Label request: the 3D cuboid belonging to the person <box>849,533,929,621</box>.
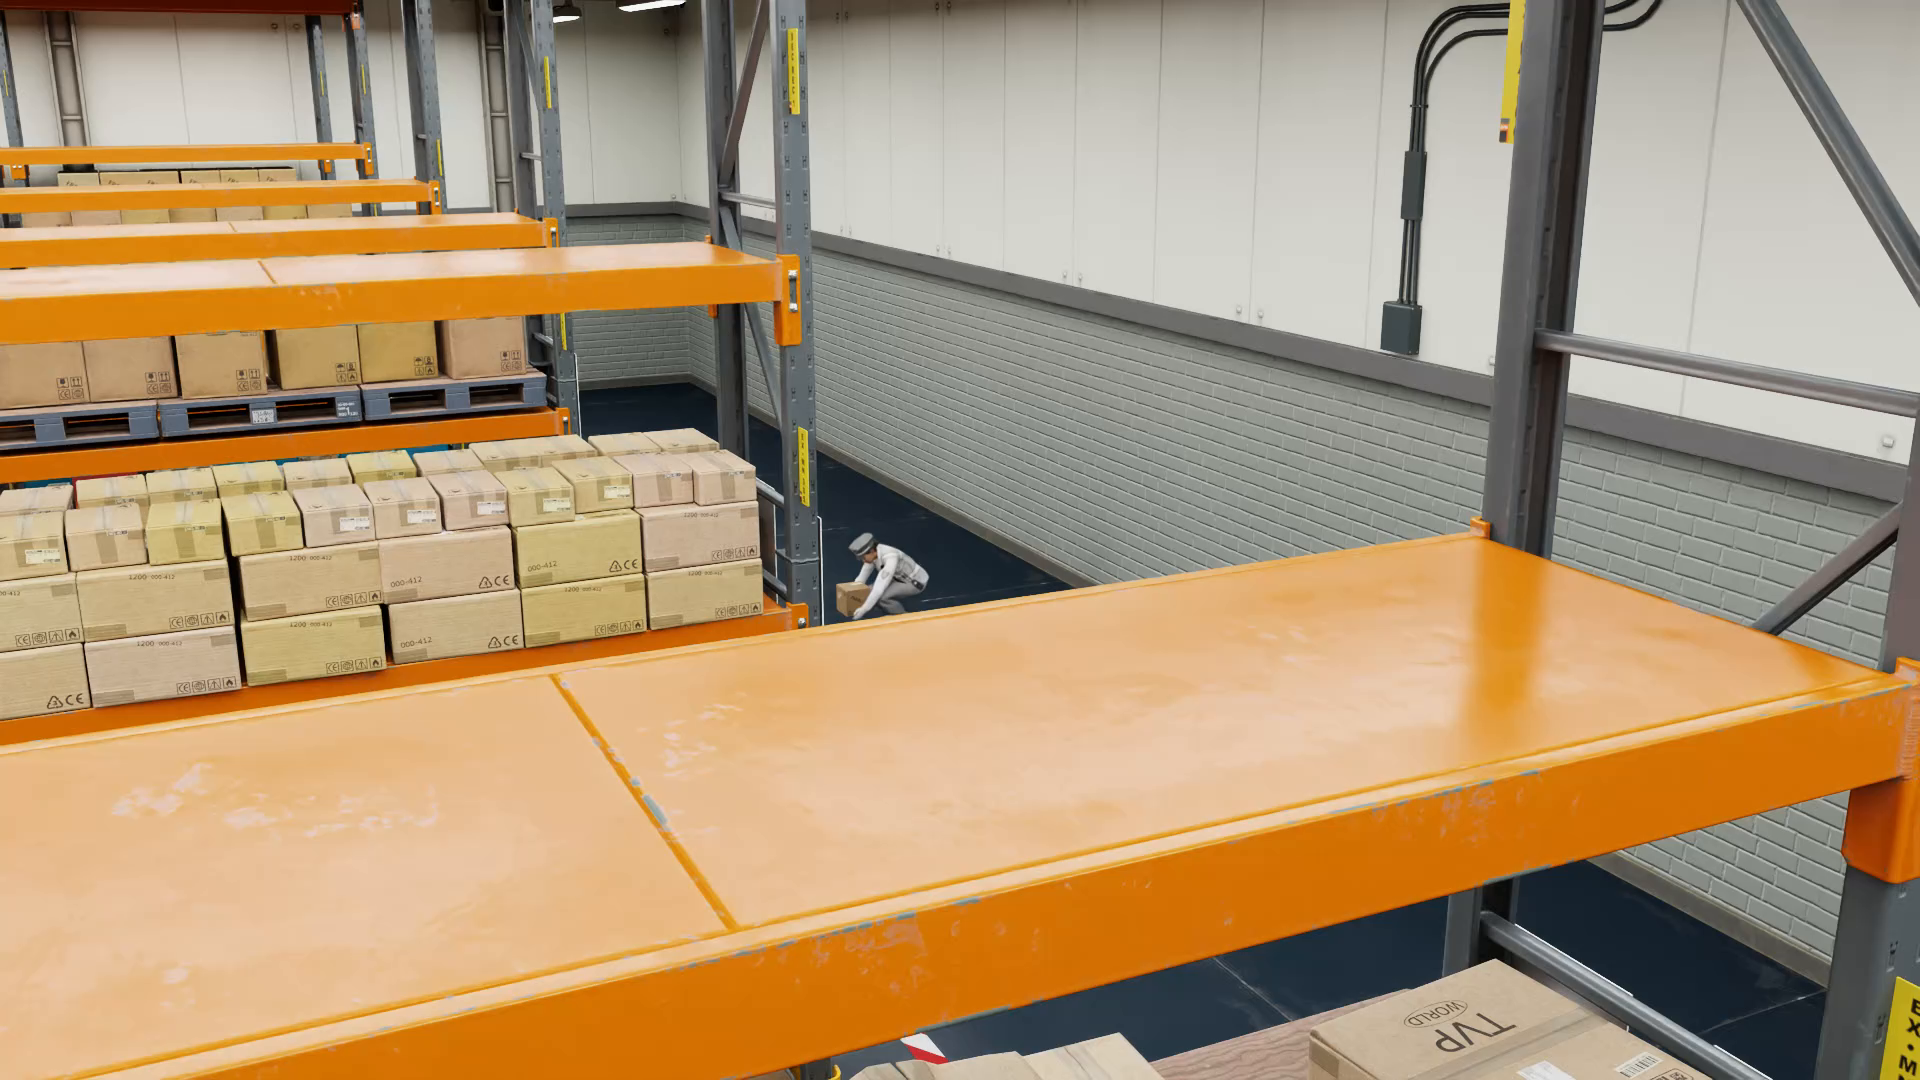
[{"bbox_3d":[-0.693,0.373,15.751,0.819,0.961,0.511,-7,17,-25],"label":"person"}]
